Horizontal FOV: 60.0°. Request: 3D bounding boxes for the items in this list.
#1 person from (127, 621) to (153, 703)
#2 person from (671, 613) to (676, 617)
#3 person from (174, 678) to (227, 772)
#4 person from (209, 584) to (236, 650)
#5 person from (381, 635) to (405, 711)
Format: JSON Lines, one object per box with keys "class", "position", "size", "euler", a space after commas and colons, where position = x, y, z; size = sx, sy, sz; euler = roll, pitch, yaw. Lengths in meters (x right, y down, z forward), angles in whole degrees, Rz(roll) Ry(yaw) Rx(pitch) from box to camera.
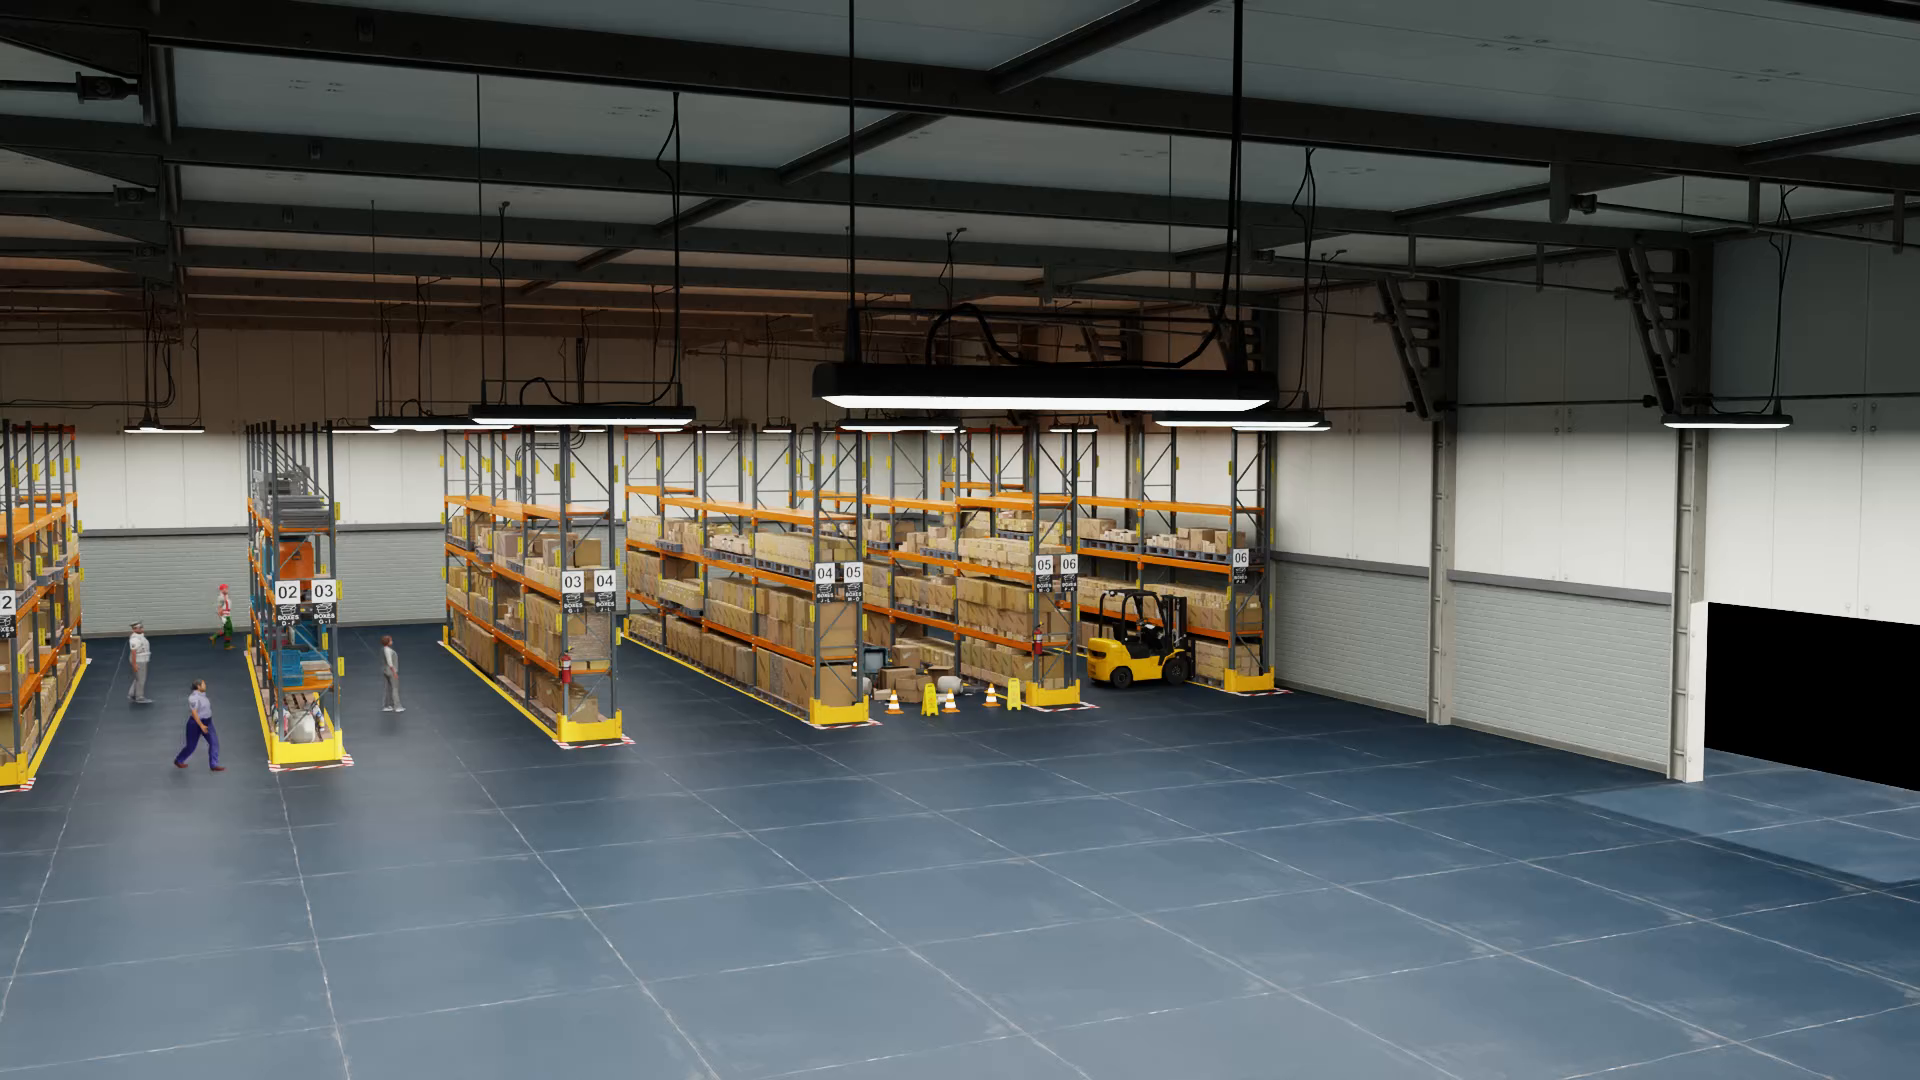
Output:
{"class": "person", "position": [-17.559, 2.605, 35.595], "size": [0.498, 1.777, 0.563], "euler": [-2, 4, -33]}
{"class": "person", "position": [-8.348, 1.814, 49.405], "size": [0.558, 1.662, 0.445], "euler": [0, 4, -6]}
{"class": "person", "position": [-12.965, 3.150, 28.299], "size": [0.925, 1.604, 0.455], "euler": [2, 4, 24]}
{"class": "person", "position": [-19.695, 2.050, 44.360], "size": [0.655, 1.759, 0.610], "euler": [-1, 4, -23]}
{"class": "person", "position": [-11.756, 2.818, 34.482], "size": [0.415, 1.481, 0.481], "euler": [-3, 5, -41]}
